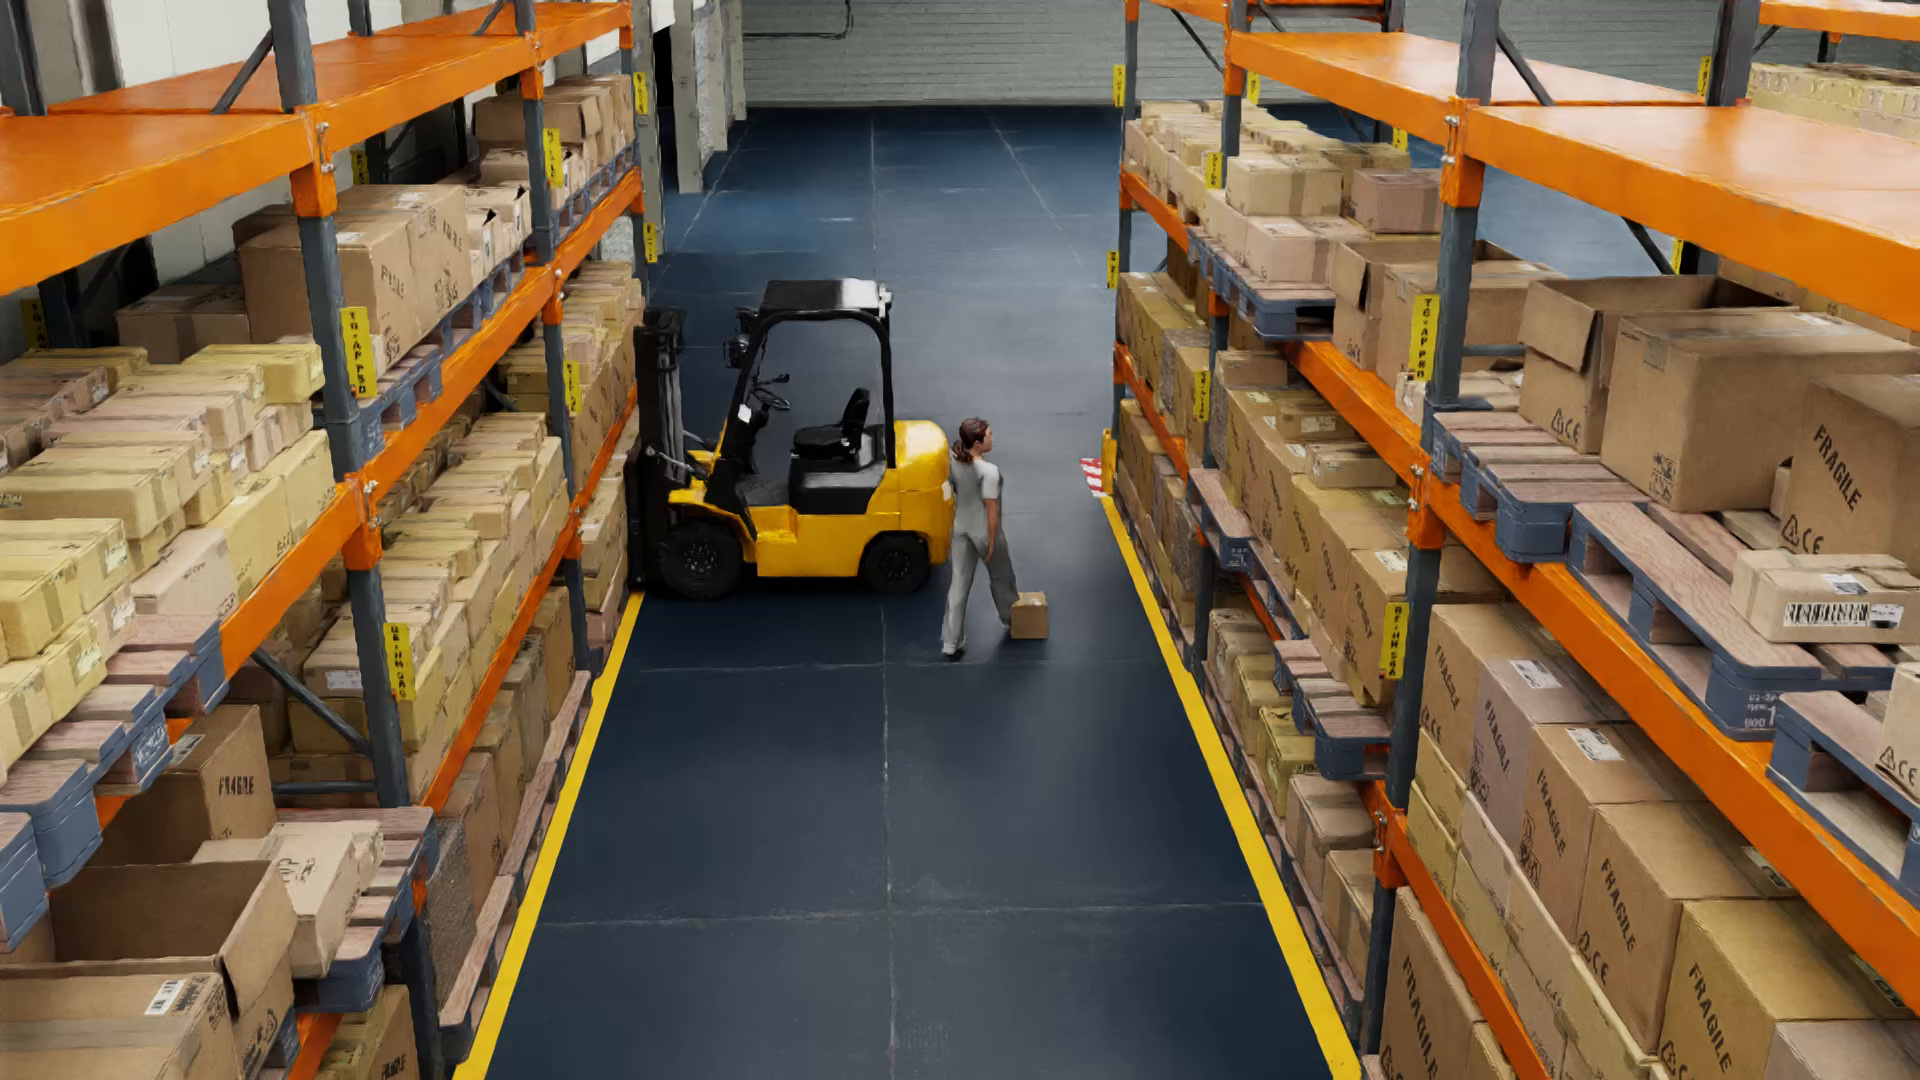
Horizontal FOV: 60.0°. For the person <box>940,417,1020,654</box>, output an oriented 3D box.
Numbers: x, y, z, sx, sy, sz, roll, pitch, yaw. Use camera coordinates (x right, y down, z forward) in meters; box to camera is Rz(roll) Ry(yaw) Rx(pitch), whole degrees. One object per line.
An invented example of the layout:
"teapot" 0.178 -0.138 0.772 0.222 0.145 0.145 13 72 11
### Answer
"person" 0.178 -0.090 11.325 0.490 1.620 0.931 16 26 36
